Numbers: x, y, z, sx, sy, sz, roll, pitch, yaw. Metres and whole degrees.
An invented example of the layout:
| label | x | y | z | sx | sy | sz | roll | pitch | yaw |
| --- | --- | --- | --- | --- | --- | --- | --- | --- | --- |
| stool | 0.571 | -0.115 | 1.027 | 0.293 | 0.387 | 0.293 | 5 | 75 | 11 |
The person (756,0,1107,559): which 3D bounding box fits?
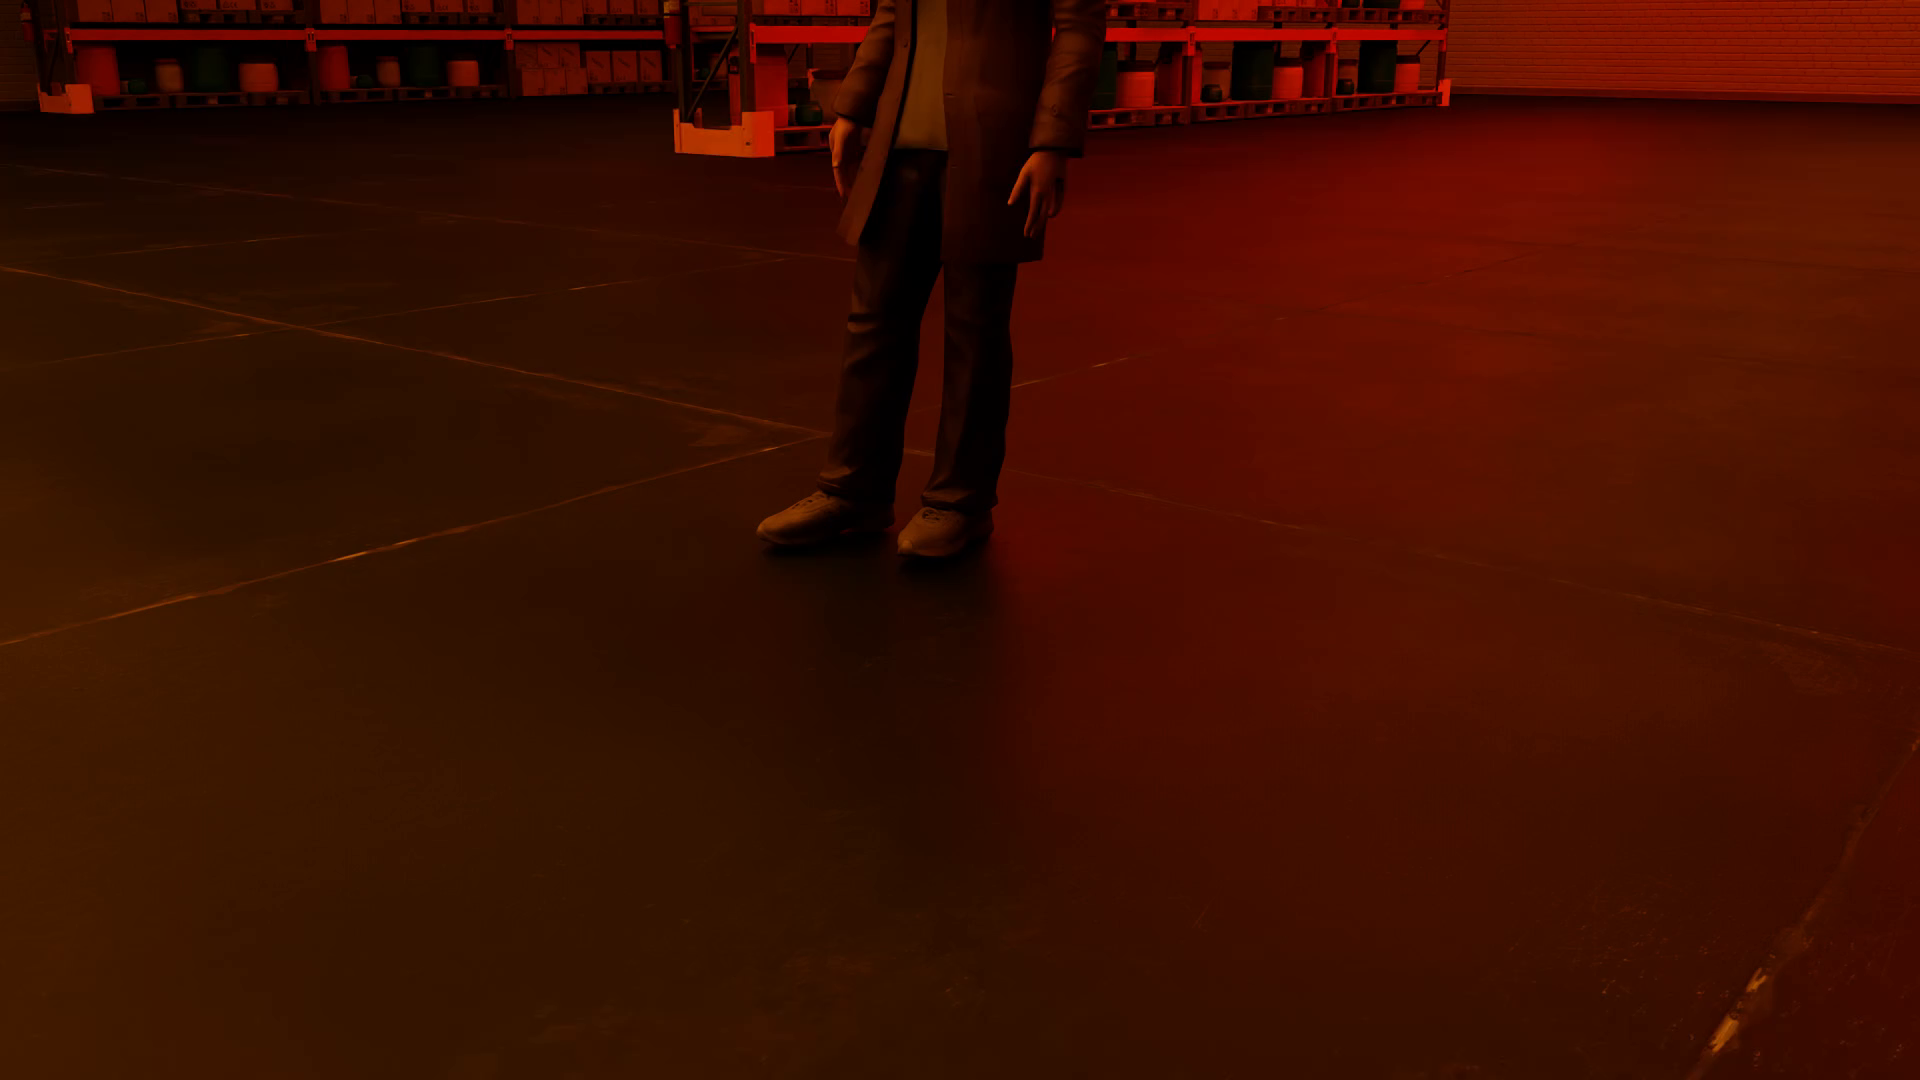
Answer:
| label | x | y | z | sx | sy | sz | roll | pitch | yaw |
| --- | --- | --- | --- | --- | --- | --- | --- | --- | --- |
| person | -0.061 | -0.832 | 3.619 | 0.696 | 1.762 | 0.582 | 13 | 21 | 37 |
